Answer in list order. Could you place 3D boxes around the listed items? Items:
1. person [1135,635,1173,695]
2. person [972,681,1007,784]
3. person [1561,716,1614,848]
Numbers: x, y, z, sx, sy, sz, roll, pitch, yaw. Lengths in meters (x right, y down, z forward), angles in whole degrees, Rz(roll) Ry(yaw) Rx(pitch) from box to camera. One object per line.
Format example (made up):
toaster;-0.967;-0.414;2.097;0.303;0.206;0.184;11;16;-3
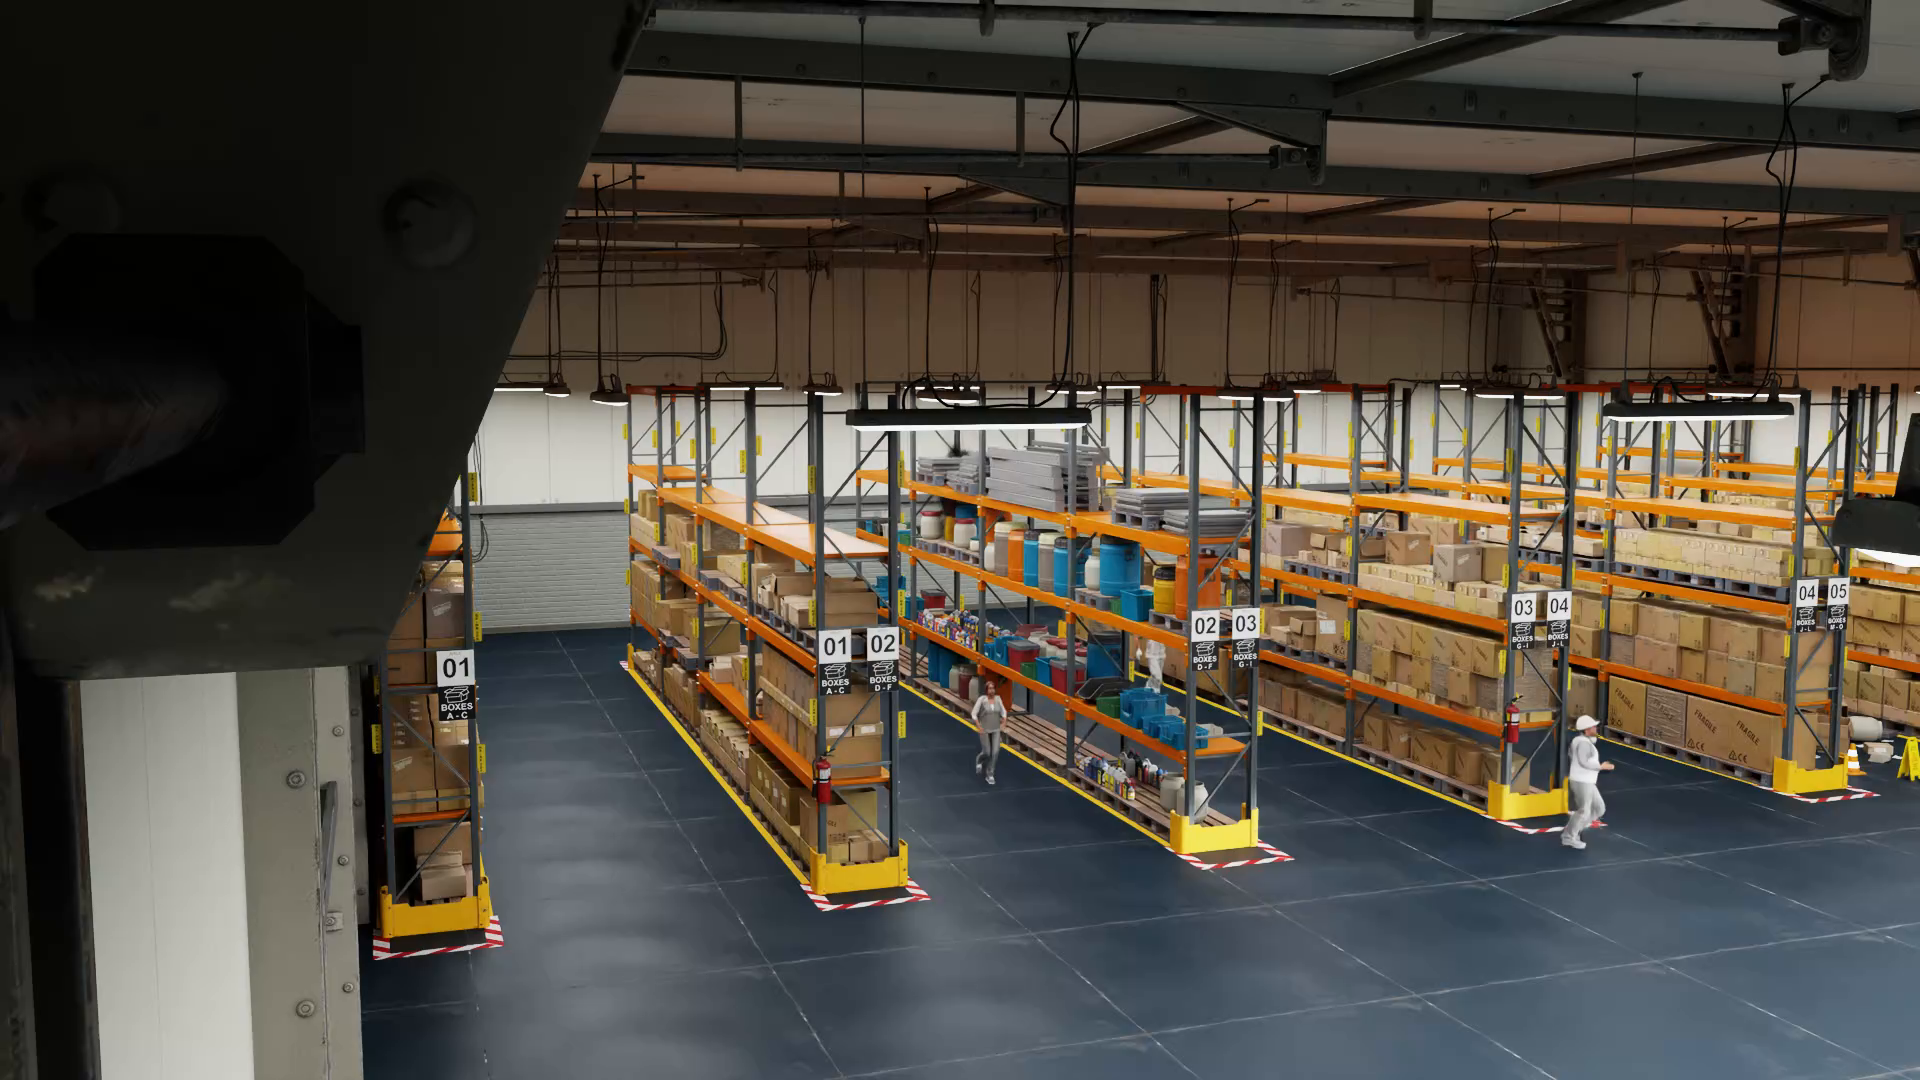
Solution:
person;3.633;2.247;30.910;0.642;1.844;0.876;-3;7;-30
person;0.450;2.930;25.519;0.559;1.575;0.539;-2;6;-18
person;8.330;3.195;22.052;0.631;1.737;0.670;2;6;21
